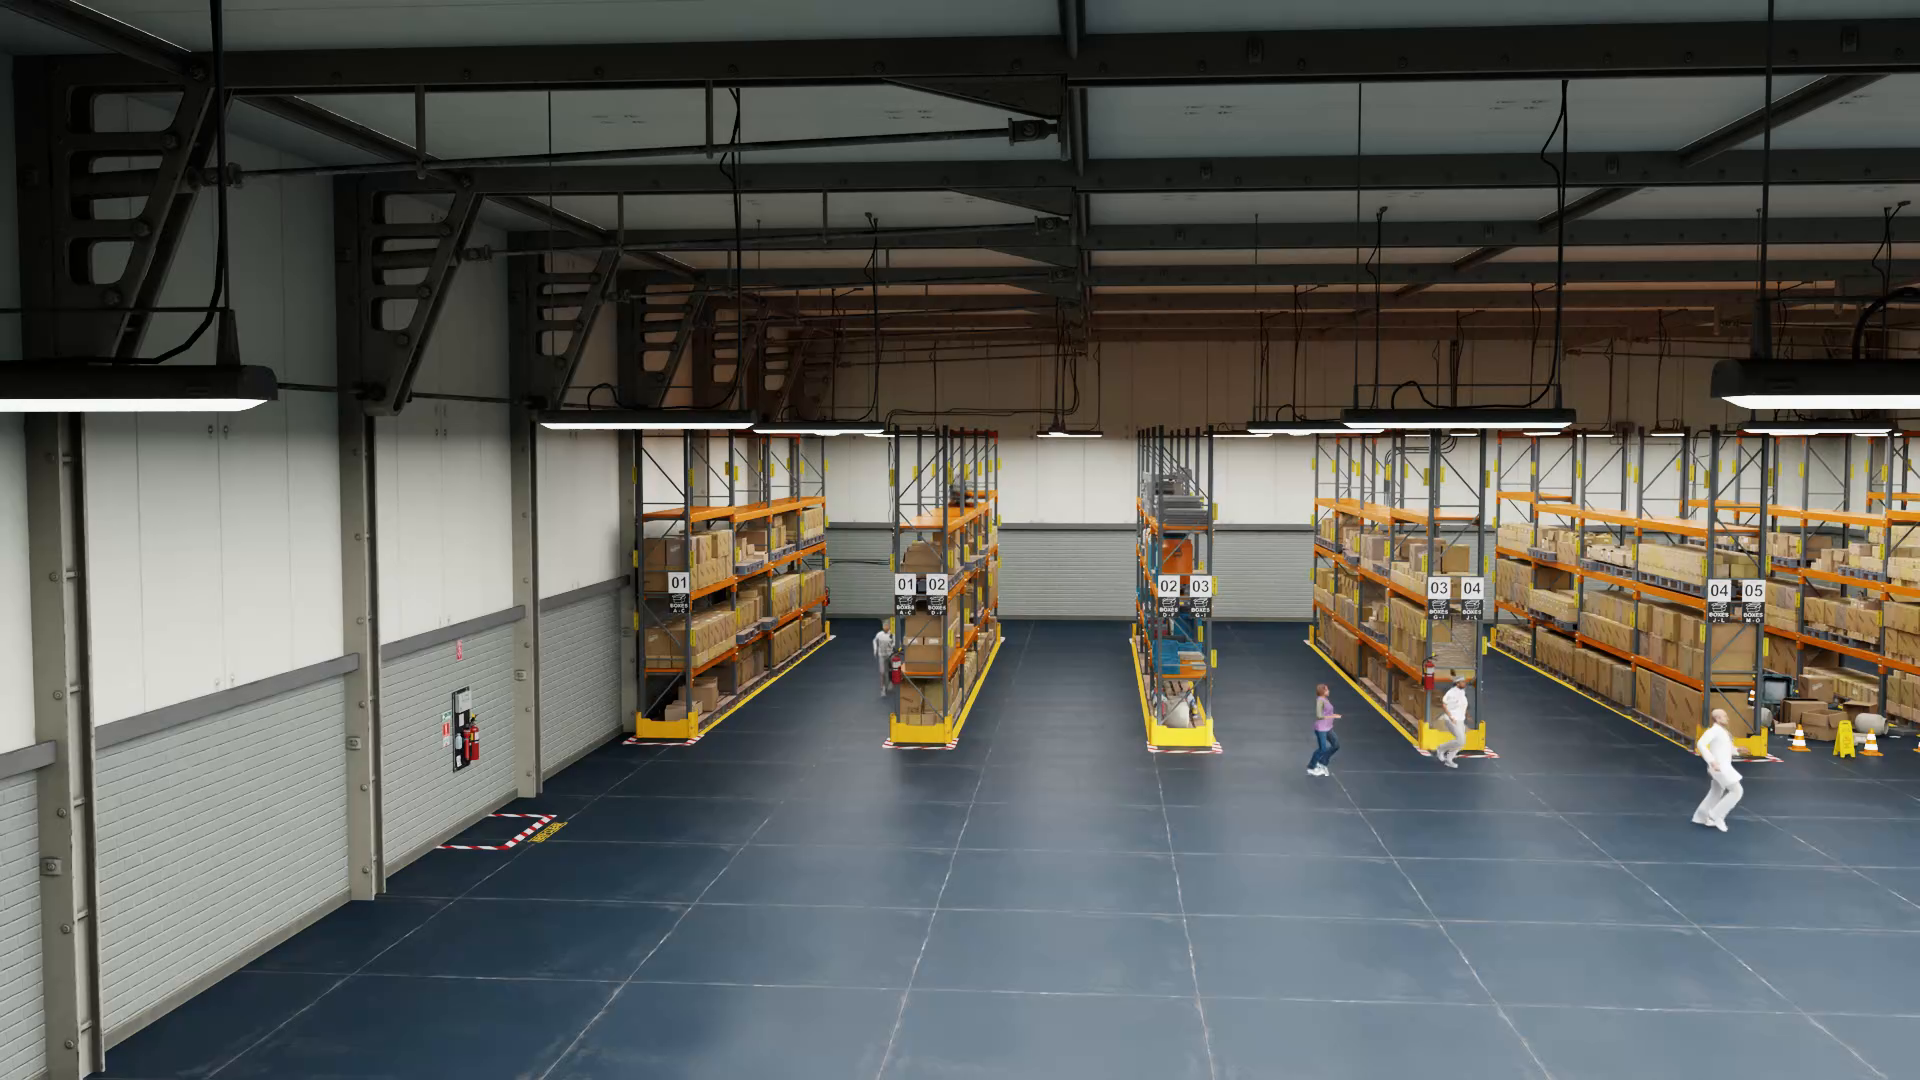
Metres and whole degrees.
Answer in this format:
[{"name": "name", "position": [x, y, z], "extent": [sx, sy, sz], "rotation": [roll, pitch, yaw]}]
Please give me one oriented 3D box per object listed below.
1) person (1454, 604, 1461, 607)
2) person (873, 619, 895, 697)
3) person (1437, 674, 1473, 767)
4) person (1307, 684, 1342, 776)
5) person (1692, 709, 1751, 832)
[{"name": "person", "position": [13.584, 2.203, 45.524], "extent": [0.491, 1.601, 0.755], "rotation": [1, 3, 11]}, {"name": "person", "position": [-1.651, 2.611, 37.257], "extent": [0.611, 1.681, 0.940], "rotation": [0, 3, 0]}, {"name": "person", "position": [8.734, 3.158, 29.268], "extent": [0.571, 1.639, 0.527], "rotation": [-3, 5, -45]}, {"name": "person", "position": [6.204, 3.230, 28.227], "extent": [0.614, 1.594, 0.516], "rotation": [2, 4, 33]}, {"name": "person", "position": [11.165, 3.373, 24.384], "extent": [0.762, 1.790, 0.675], "rotation": [2, 4, 27]}]
